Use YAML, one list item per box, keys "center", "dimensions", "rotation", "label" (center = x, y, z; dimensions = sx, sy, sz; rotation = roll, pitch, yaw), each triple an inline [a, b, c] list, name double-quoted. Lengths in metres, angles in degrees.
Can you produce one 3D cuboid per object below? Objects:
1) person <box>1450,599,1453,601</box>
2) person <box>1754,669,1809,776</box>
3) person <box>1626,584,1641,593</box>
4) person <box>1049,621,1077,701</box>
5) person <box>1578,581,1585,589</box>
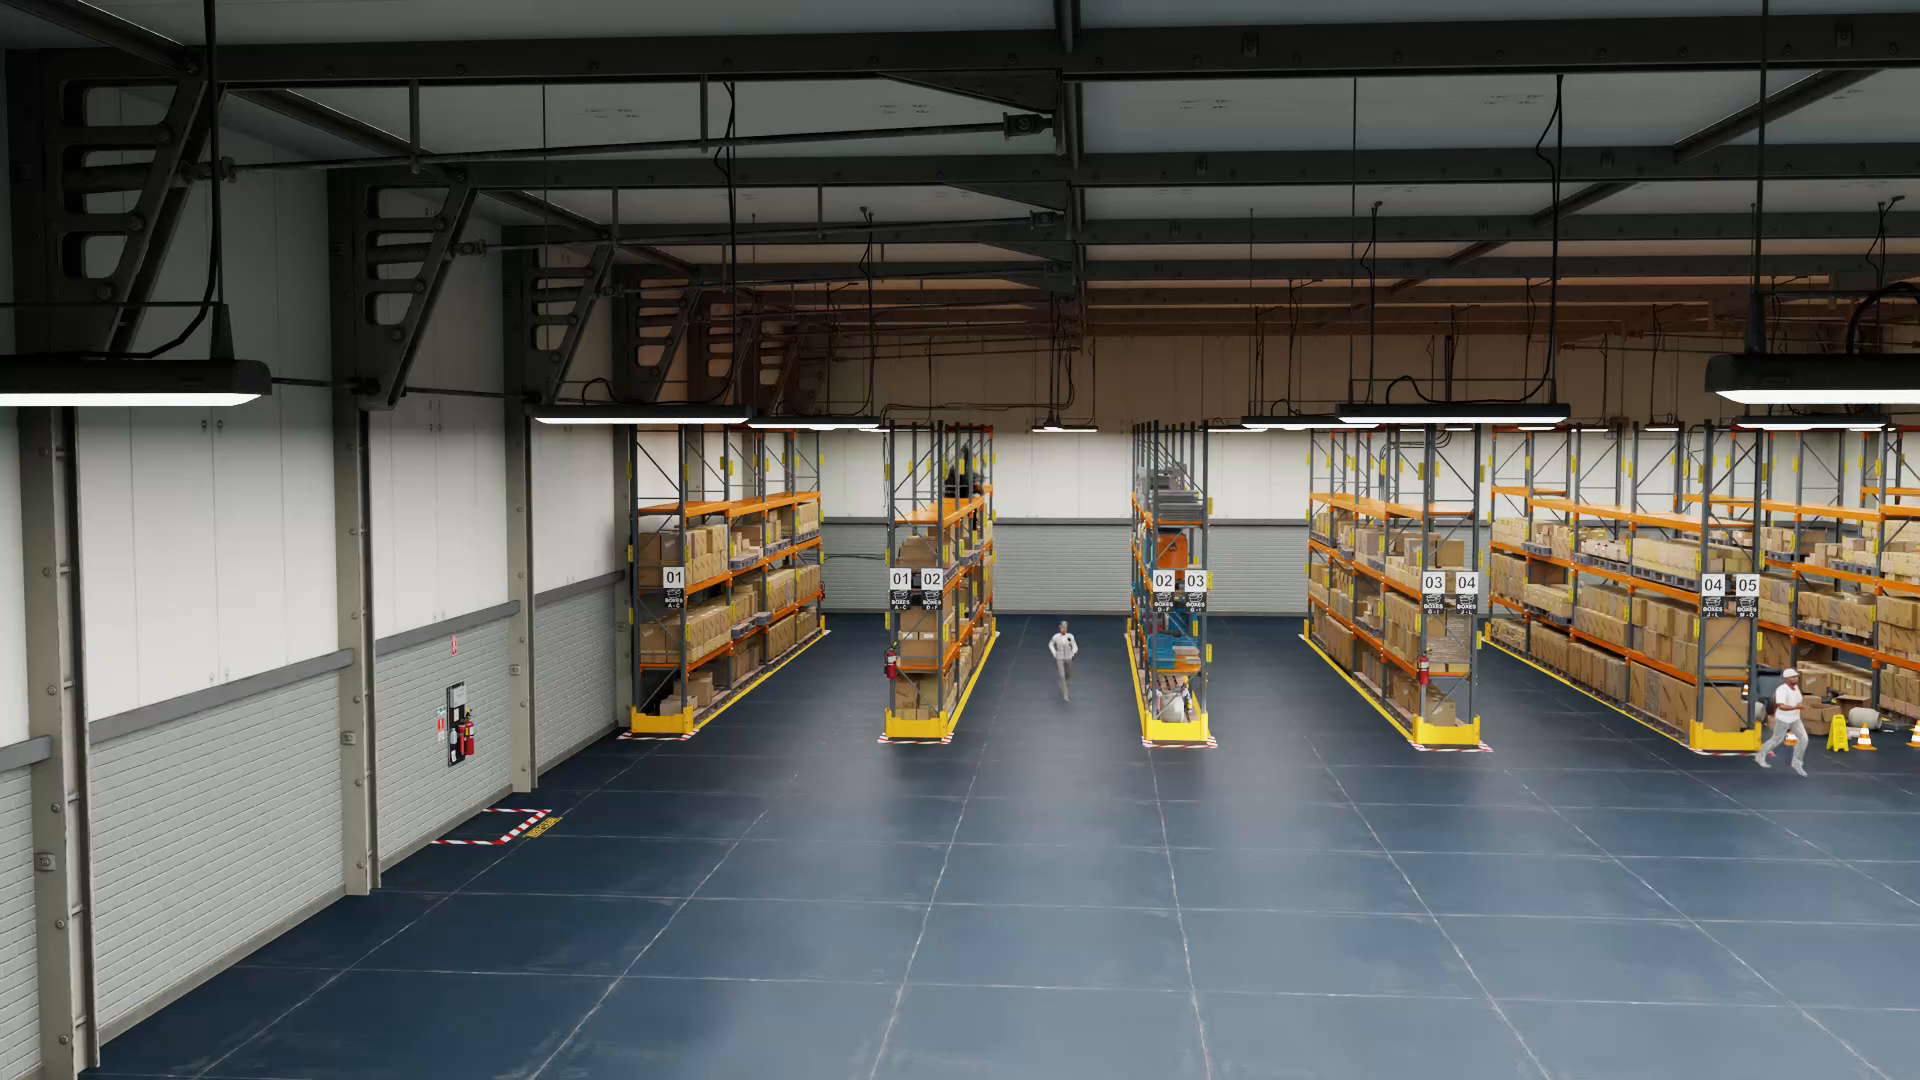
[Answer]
- center: [13.377, 2.006, 46.426]
  dimensions: [0.489, 1.563, 0.673]
  rotation: [-3, 5, -41]
  label: "person"
- center: [13.972, 3.063, 28.135]
  dimensions: [0.710, 1.813, 0.904]
  rotation: [-2, 4, -30]
  label: "person"
- center: [19.447, 1.994, 47.309]
  dimensions: [0.967, 1.547, 0.573]
  rotation: [1, 4, 17]
  label: "person"
- center: [2.266, 2.611, 36.313]
  dimensions: [0.592, 1.694, 1.024]
  rotation: [-1, 4, -10]
  label: "person"
- center: [16.932, 1.999, 45.324]
  dimensions: [0.658, 1.747, 0.824]
  rotation: [0, 4, 0]
  label: "person"
